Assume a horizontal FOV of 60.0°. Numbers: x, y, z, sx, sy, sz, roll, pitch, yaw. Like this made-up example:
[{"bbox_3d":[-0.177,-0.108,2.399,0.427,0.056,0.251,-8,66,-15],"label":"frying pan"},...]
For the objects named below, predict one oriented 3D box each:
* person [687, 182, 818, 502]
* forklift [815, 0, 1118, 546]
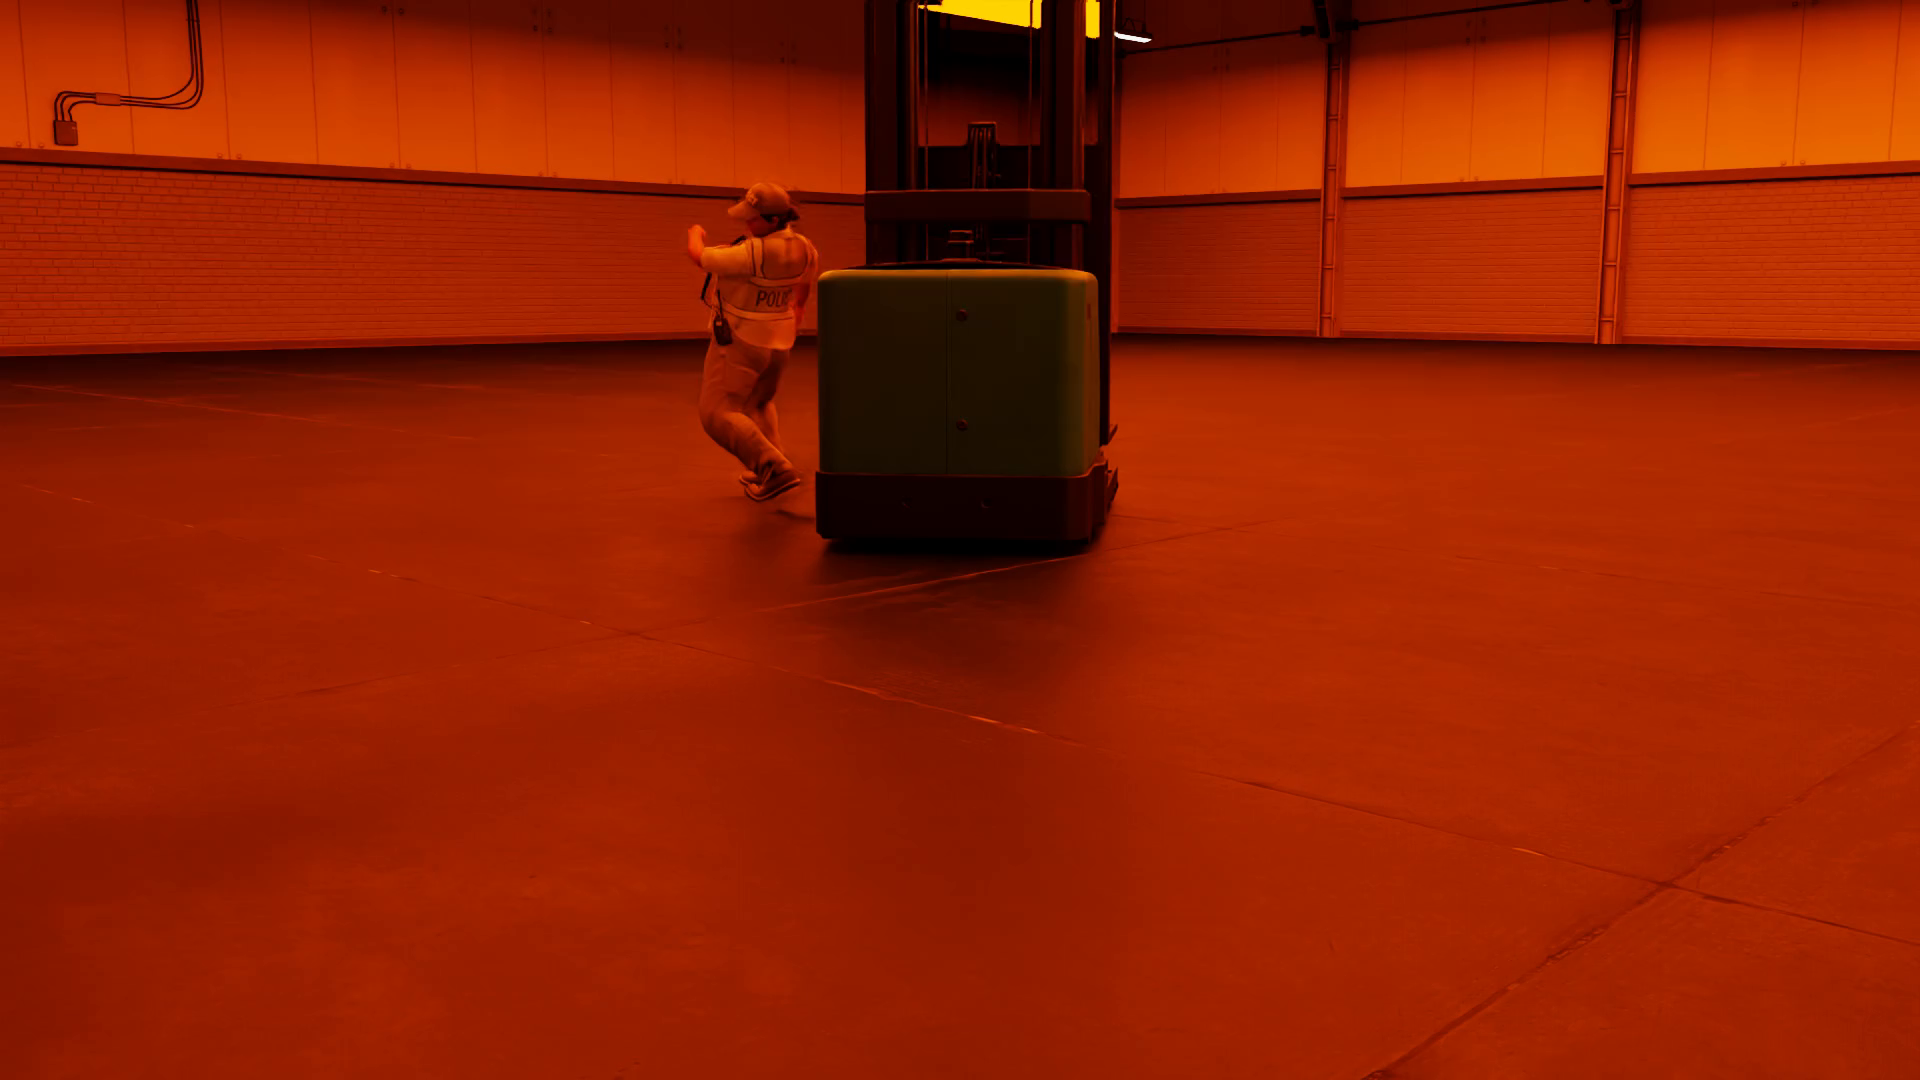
[{"bbox_3d":[-0.937,-0.939,7.897,0.795,1.451,0.901,4,9,23],"label":"person"},{"bbox_3d":[0.161,-1.607,7.549,1.130,2.935,3.031,1,9,8],"label":"forklift"}]
